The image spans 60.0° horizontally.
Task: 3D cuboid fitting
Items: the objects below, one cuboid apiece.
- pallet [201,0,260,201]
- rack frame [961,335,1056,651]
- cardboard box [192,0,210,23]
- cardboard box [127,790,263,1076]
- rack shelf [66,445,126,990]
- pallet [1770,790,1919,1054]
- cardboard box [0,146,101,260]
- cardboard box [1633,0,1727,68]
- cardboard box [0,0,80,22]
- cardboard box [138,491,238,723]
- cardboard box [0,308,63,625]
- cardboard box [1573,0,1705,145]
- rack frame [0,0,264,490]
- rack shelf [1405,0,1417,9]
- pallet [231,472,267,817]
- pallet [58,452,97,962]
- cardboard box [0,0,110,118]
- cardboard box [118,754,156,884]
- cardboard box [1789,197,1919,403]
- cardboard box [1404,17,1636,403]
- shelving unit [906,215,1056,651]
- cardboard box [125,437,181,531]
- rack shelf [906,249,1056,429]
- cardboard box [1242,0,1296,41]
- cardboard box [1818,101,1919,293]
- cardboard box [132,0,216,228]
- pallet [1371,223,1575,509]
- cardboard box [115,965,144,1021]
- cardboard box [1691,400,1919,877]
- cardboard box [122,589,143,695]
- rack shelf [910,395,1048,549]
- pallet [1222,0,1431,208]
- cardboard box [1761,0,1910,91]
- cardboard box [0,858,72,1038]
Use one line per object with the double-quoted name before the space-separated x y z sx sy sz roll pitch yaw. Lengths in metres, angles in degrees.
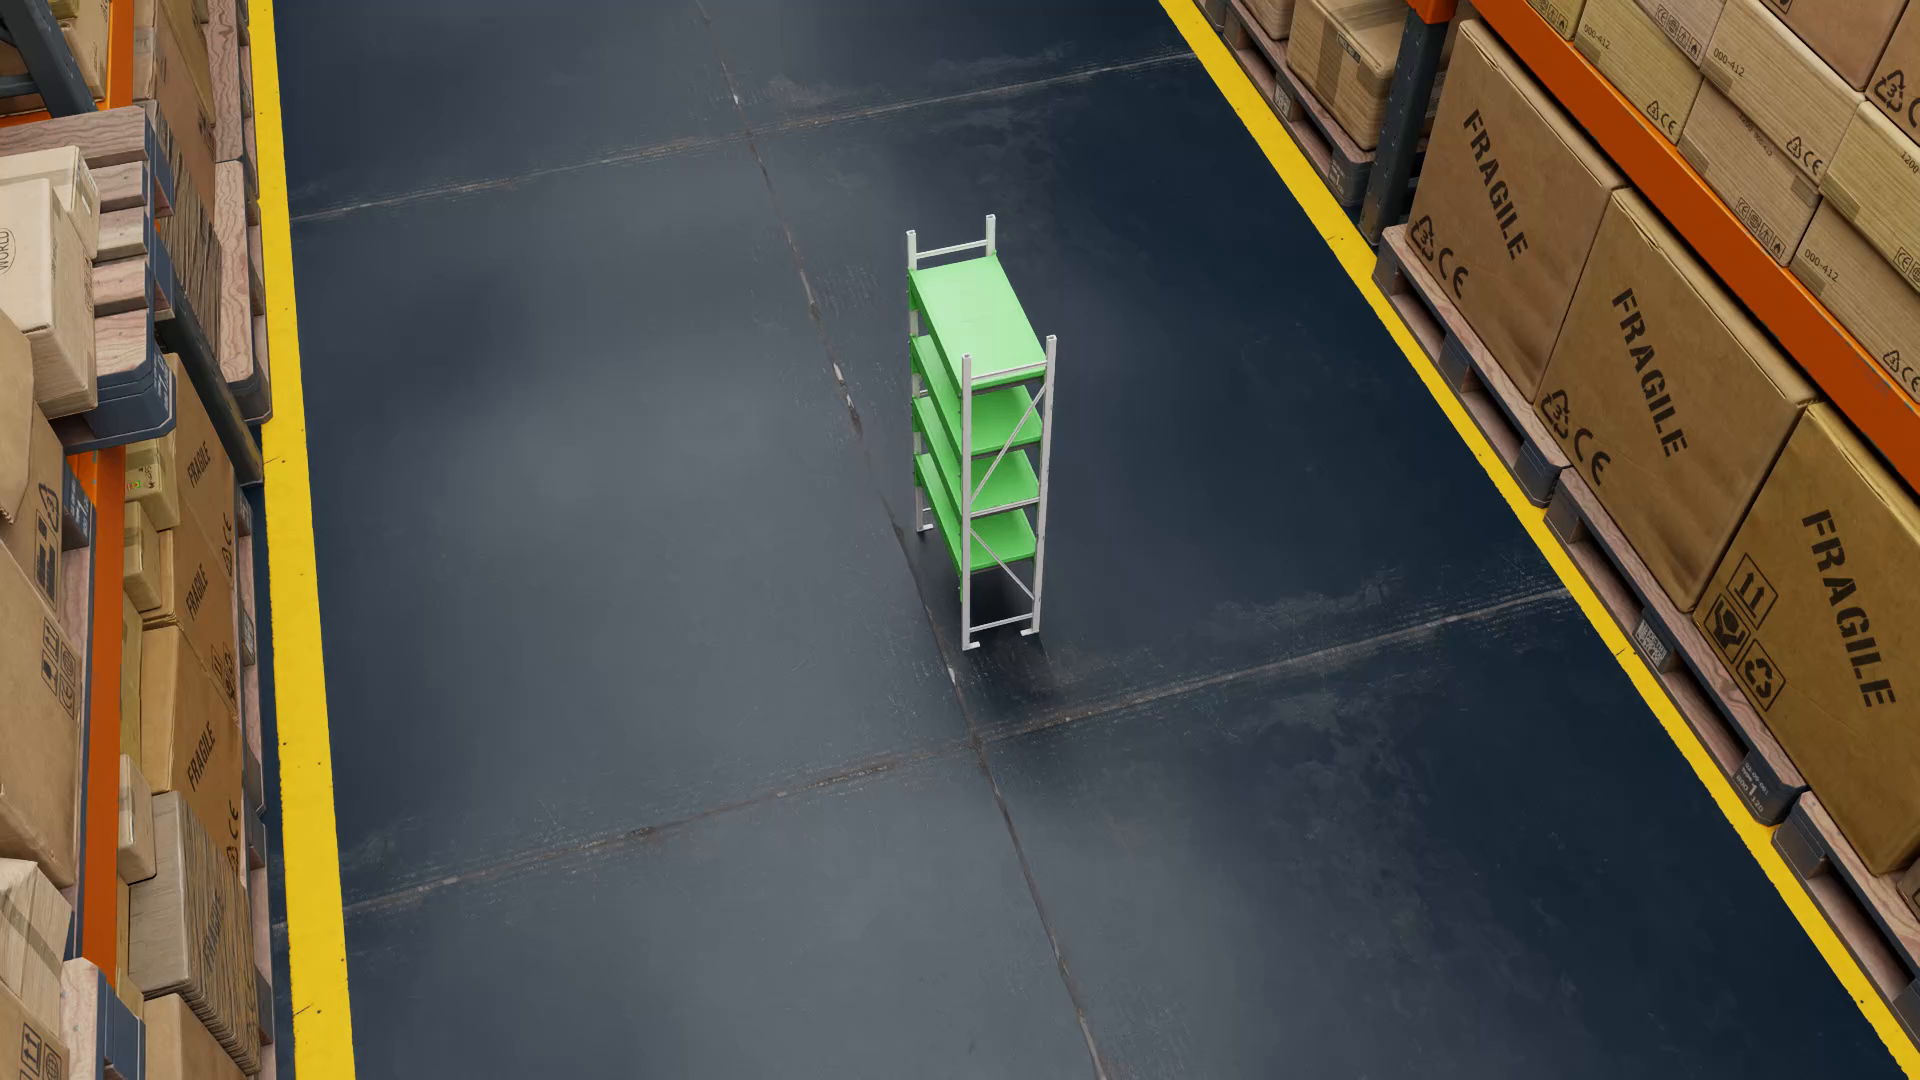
"pallet" -3.319 -1.680 6.528 1.003 0.211 1.213 -13 51 -11
"rack frame" 0.121 -0.088 4.539 0.240 1.200 0.015 -13 51 -11
"cardboard box" -3.552 -2.423 6.609 0.875 0.625 0.625 -14 51 -11
"cardboard box" -1.959 0.976 3.825 0.500 0.500 0.500 -15 51 -12
"rack shelf" -2.165 0.614 3.241 1.077 0.370 4.000 -13 51 -11
"pallet" 2.867 1.070 4.210 1.003 0.211 1.213 -13 51 -11
"cardboard box" -2.195 -0.740 3.802 0.380 0.149 0.250 -12 51 -10
"cardboard box" 2.050 -1.513 4.335 0.500 0.250 0.500 -12 51 -10
"cardboard box" -2.630 -1.577 4.388 0.500 0.250 0.500 -13 51 -11
"cardboard box" -2.288 0.220 4.463 0.500 0.500 0.500 -14 51 -12
"cardboard box" -2.097 -0.097 3.028 0.797 0.503 0.637 -14 51 -12
"cardboard box" 2.058 -1.370 4.541 0.500 0.250 0.500 -15 51 -12
"rack frame" -2.756 -1.079 4.198 1.000 3.000 0.127 -13 51 -11
"rack shelf" 1.393 -3.433 6.653 1.077 0.370 4.000 -13 51 -11
"pallet" -2.571 0.374 4.797 1.003 0.211 1.213 -13 51 -11
"pallet" -2.177 0.402 3.074 1.003 0.211 1.213 -13 51 -11
"cardboard box" -2.654 -1.410 4.575 0.500 0.250 0.500 -13 51 -11
"cardboard box" -2.003 0.661 3.667 0.380 0.149 0.250 -16 52 -13
"cardboard box" 2.356 -0.626 3.914 0.500 0.250 0.500 -13 51 -11
"cardboard box" 2.109 -1.131 5.357 0.875 0.875 0.875 -14 51 -11
"shelving unit" 0.049 -0.266 4.689 0.258 1.200 0.503 -13 51 -11
"cardboard box" -2.258 -0.122 4.327 0.380 0.149 0.250 -16 52 -13
"rack shelf" 0.049 -0.534 4.371 0.258 0.148 0.480 -13 51 -11
"cardboard box" 1.601 -2.444 6.793 0.950 0.372 0.625 -14 51 -12
"cardboard box" 2.323 -0.773 3.711 0.500 0.250 0.500 -13 51 -10
"cardboard box" -3.128 -1.383 5.732 0.875 0.625 0.625 -12 51 -10
"pallet" 2.146 -0.712 5.712 1.003 0.211 1.213 -13 51 -11
"cardboard box" -1.871 1.042 3.345 0.380 0.149 0.250 -12 51 -10
"cardboard box" 2.633 0.174 4.256 0.875 0.875 0.875 -12 51 -10
"cardboard box" -2.187 0.284 3.985 0.380 0.149 0.250 -12 51 -10
"rack shelf" 0.049 -0.225 4.738 0.258 0.148 0.480 -13 51 -11
"pallet" 1.755 -1.876 6.694 1.003 0.211 1.213 -13 51 -11
"cardboard box" 2.191 -1.401 3.750 0.500 0.500 0.500 -12 51 -10
"cardboard box" -1.617 0.649 2.554 0.396 0.266 0.258 -11 51 -9
